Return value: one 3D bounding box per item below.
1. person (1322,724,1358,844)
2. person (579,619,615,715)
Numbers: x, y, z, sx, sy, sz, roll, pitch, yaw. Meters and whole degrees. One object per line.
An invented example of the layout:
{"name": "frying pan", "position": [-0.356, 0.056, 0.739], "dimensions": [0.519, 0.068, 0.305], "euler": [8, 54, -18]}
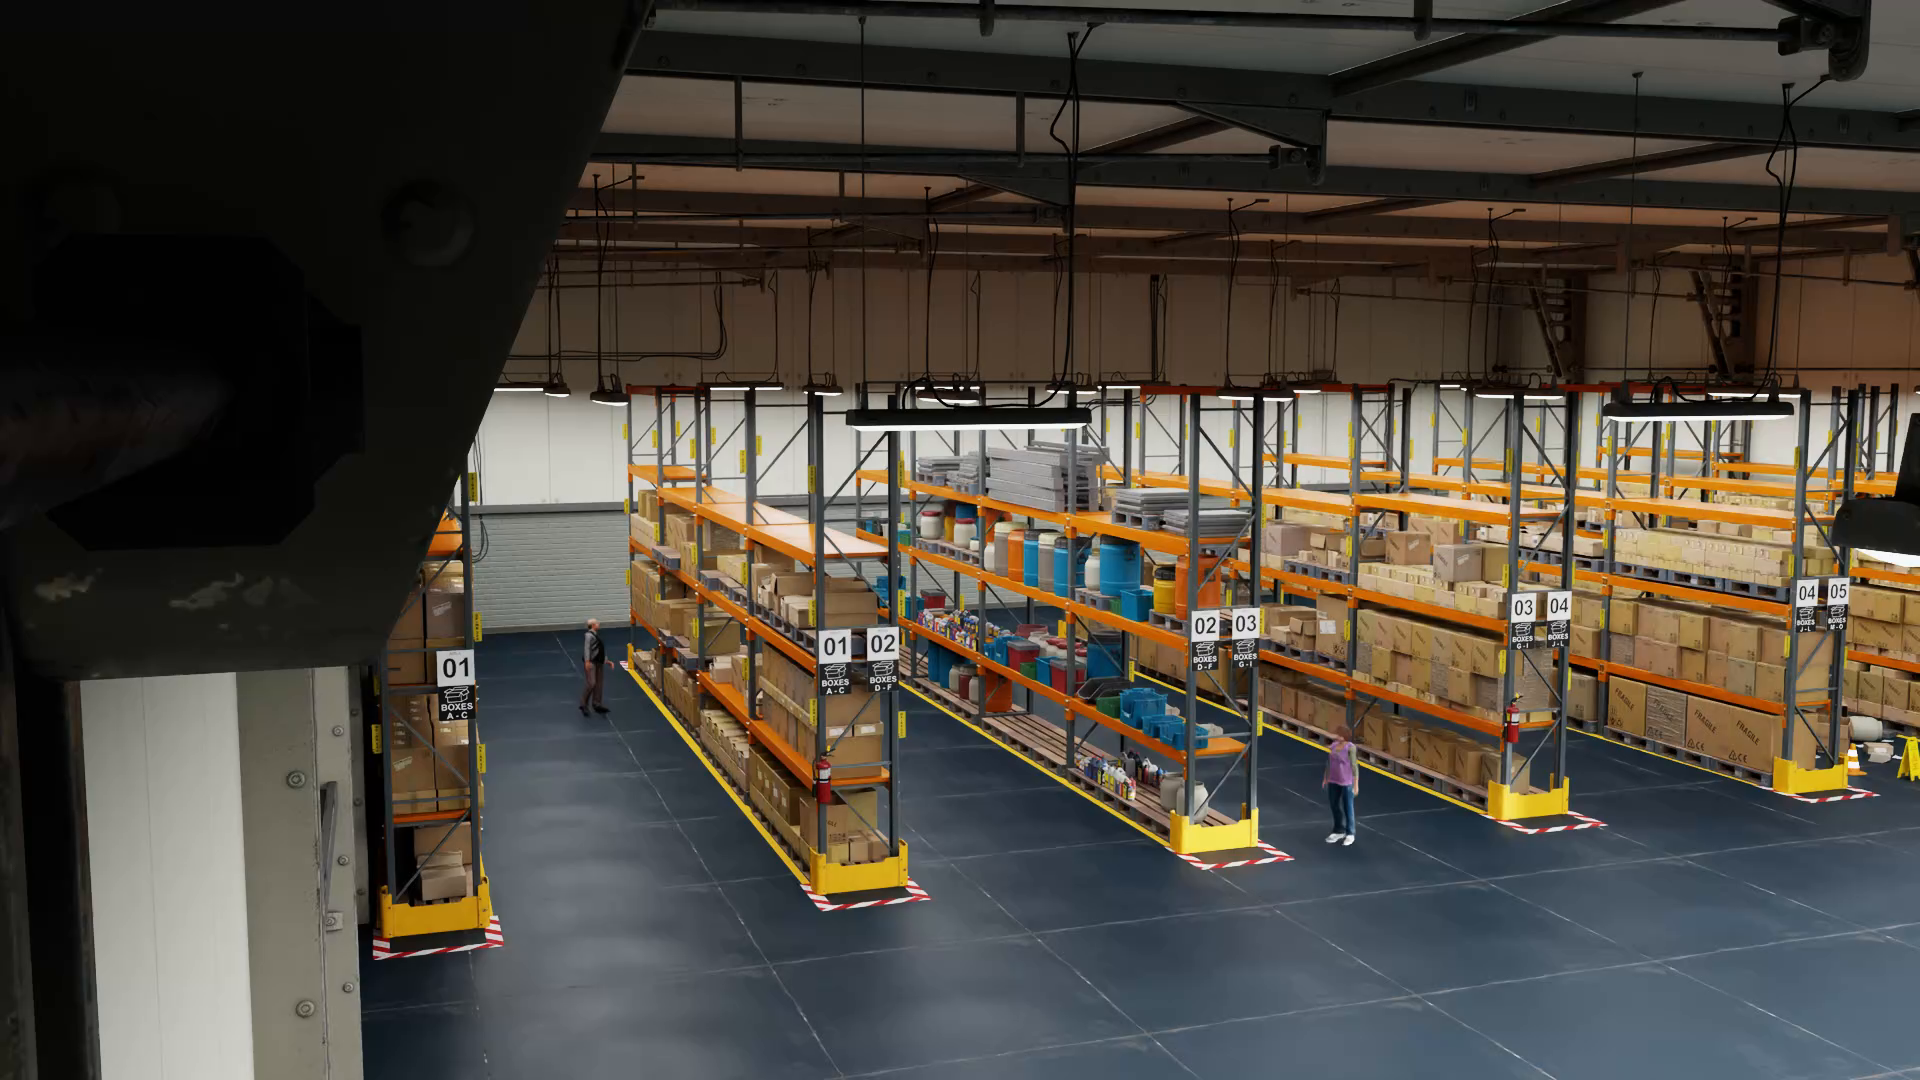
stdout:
{"name": "person", "position": [5.088, 3.254, 22.167], "dimensions": [0.533, 1.628, 0.355], "euler": [5, 8, 43]}
{"name": "person", "position": [-6.732, 2.328, 30.626], "dimensions": [0.483, 1.729, 0.700], "euler": [2, 6, 18]}
